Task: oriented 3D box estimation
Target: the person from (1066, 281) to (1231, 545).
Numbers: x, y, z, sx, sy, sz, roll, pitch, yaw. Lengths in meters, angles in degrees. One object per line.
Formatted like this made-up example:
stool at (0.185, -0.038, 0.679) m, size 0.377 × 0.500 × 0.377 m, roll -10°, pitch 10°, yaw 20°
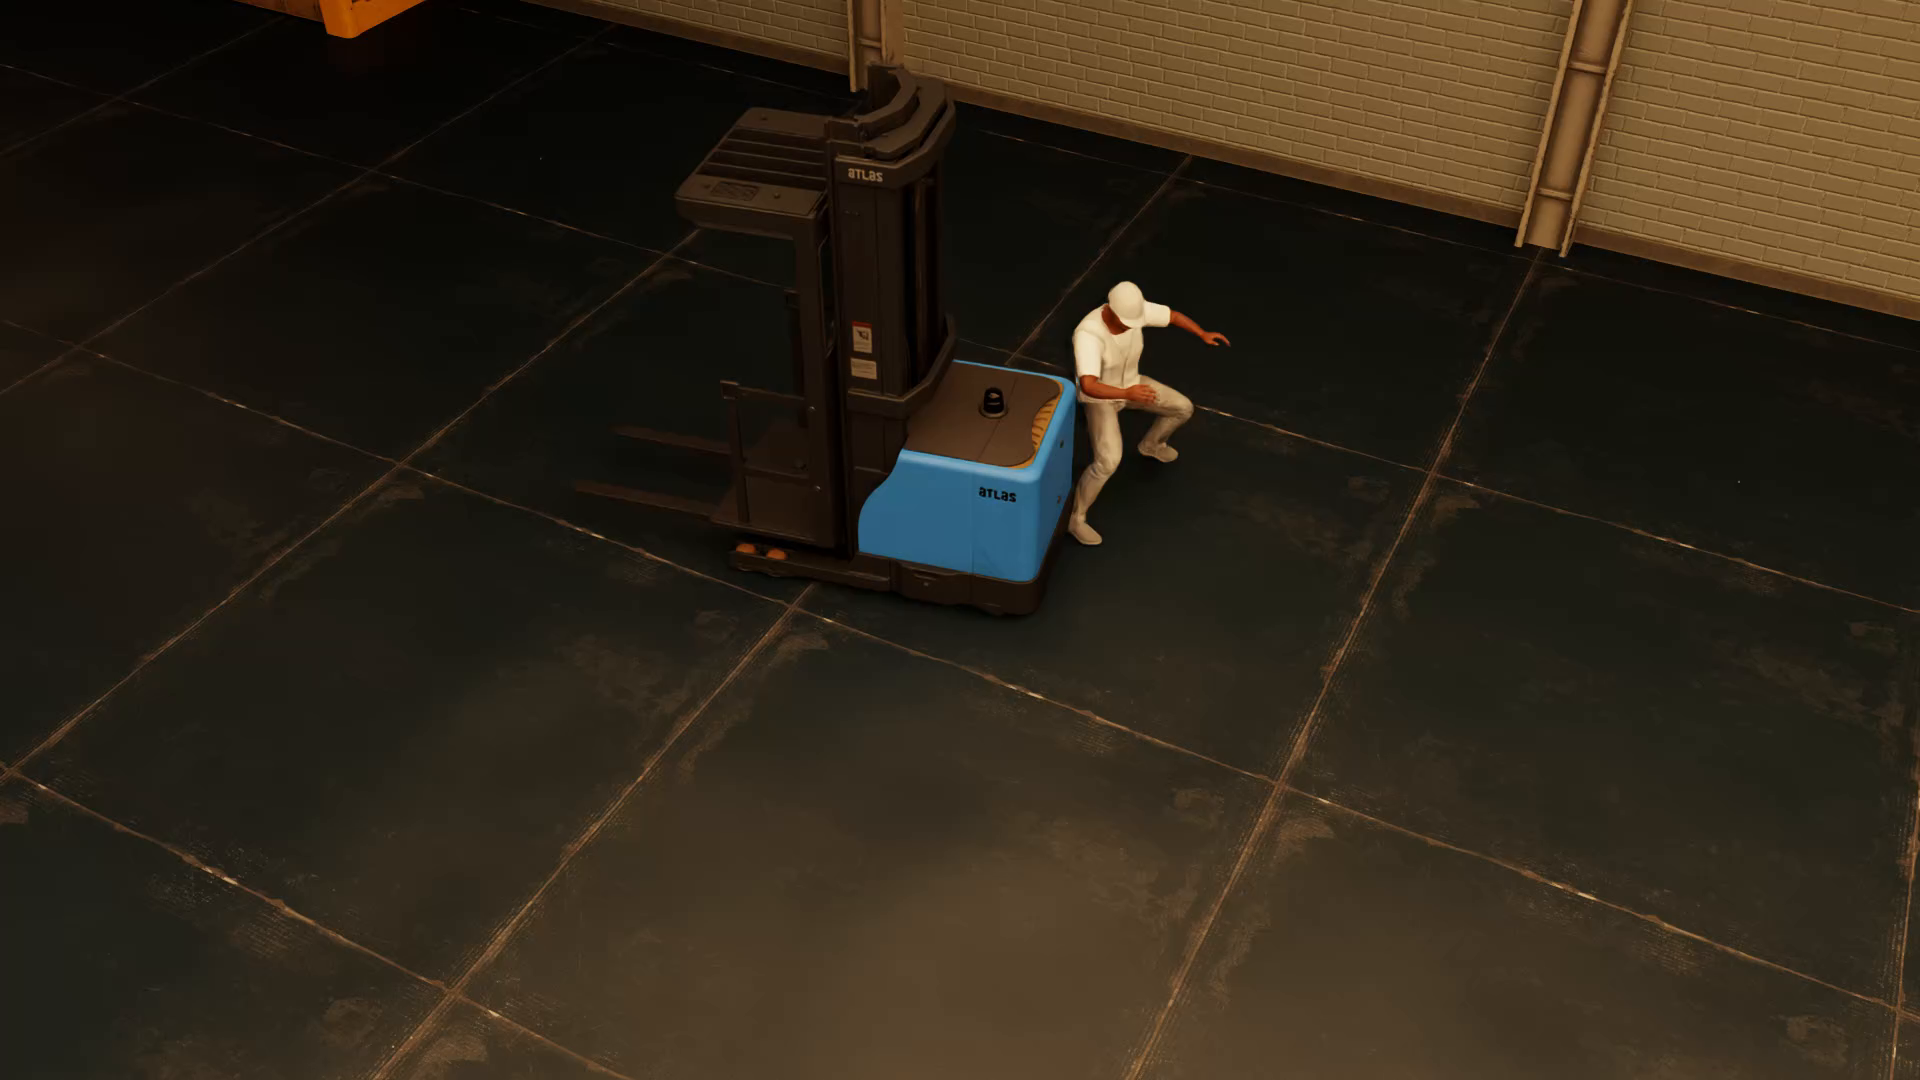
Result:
person at (1.038, -0.880, 10.123) m, size 1.092 × 1.528 × 0.734 m, roll -27°, pitch 47°, yaw -28°

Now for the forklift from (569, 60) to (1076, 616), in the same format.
forklift at (-0.882, -1.214, 9.428) m, size 3.031 × 2.935 × 1.130 m, roll 11°, pitch 41°, yaw 12°
